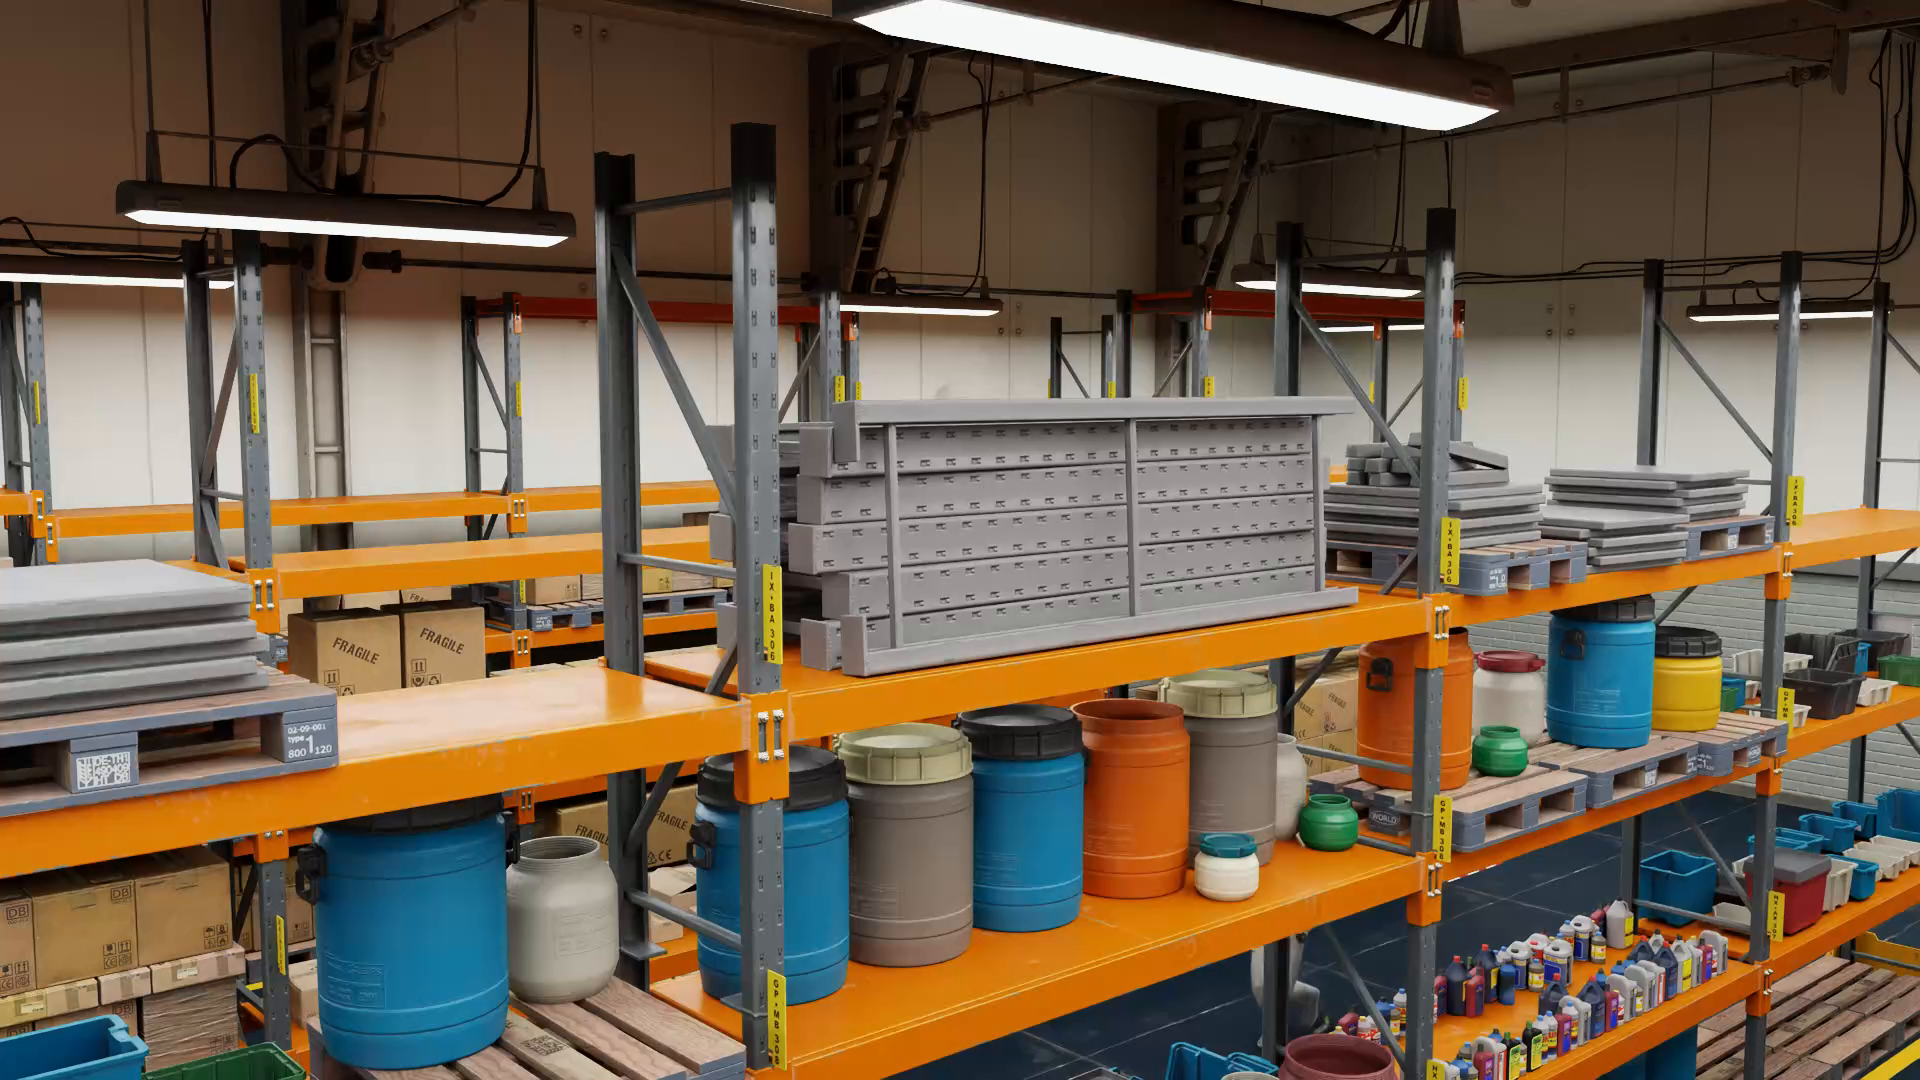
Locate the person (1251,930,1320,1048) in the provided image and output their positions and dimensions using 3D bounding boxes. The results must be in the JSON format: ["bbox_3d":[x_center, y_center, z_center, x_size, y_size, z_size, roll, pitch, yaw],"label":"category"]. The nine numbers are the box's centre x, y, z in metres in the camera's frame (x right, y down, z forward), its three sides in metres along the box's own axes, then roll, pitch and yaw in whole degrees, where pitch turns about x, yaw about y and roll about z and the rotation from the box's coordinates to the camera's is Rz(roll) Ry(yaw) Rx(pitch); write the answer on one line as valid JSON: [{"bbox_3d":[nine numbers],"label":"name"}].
[{"bbox_3d":[2.517,3.069,13.025,0.644,1.735,0.656,-5,7,-43],"label":"person"}]
